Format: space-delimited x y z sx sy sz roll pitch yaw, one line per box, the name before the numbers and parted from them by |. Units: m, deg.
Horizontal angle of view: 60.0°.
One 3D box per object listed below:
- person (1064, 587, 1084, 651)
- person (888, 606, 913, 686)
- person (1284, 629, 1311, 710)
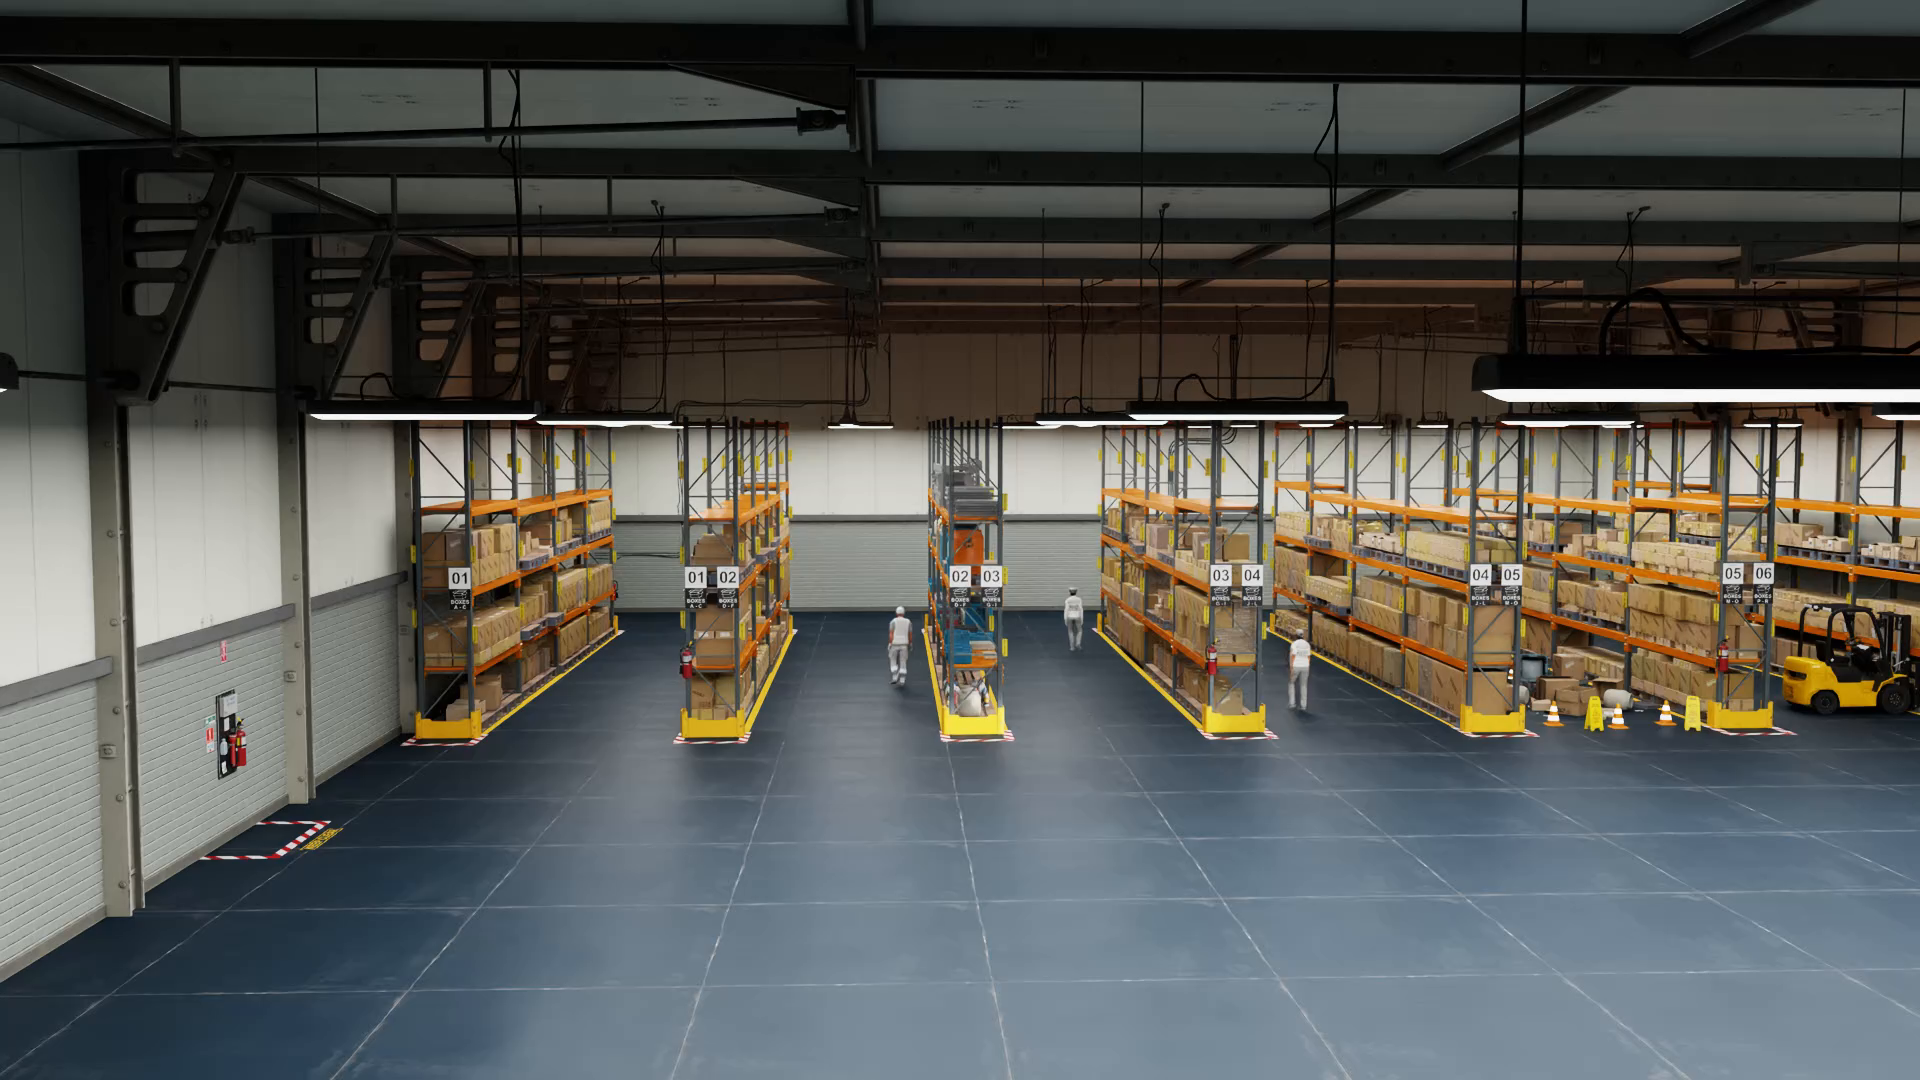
person | 2.972 2.063 43.383 0.512 1.674 0.516 0 4 -2
person | -1.345 2.394 37.491 0.586 1.808 0.542 -1 4 -12
person | 6.988 2.693 34.223 0.507 1.711 0.606 0 4 -6
